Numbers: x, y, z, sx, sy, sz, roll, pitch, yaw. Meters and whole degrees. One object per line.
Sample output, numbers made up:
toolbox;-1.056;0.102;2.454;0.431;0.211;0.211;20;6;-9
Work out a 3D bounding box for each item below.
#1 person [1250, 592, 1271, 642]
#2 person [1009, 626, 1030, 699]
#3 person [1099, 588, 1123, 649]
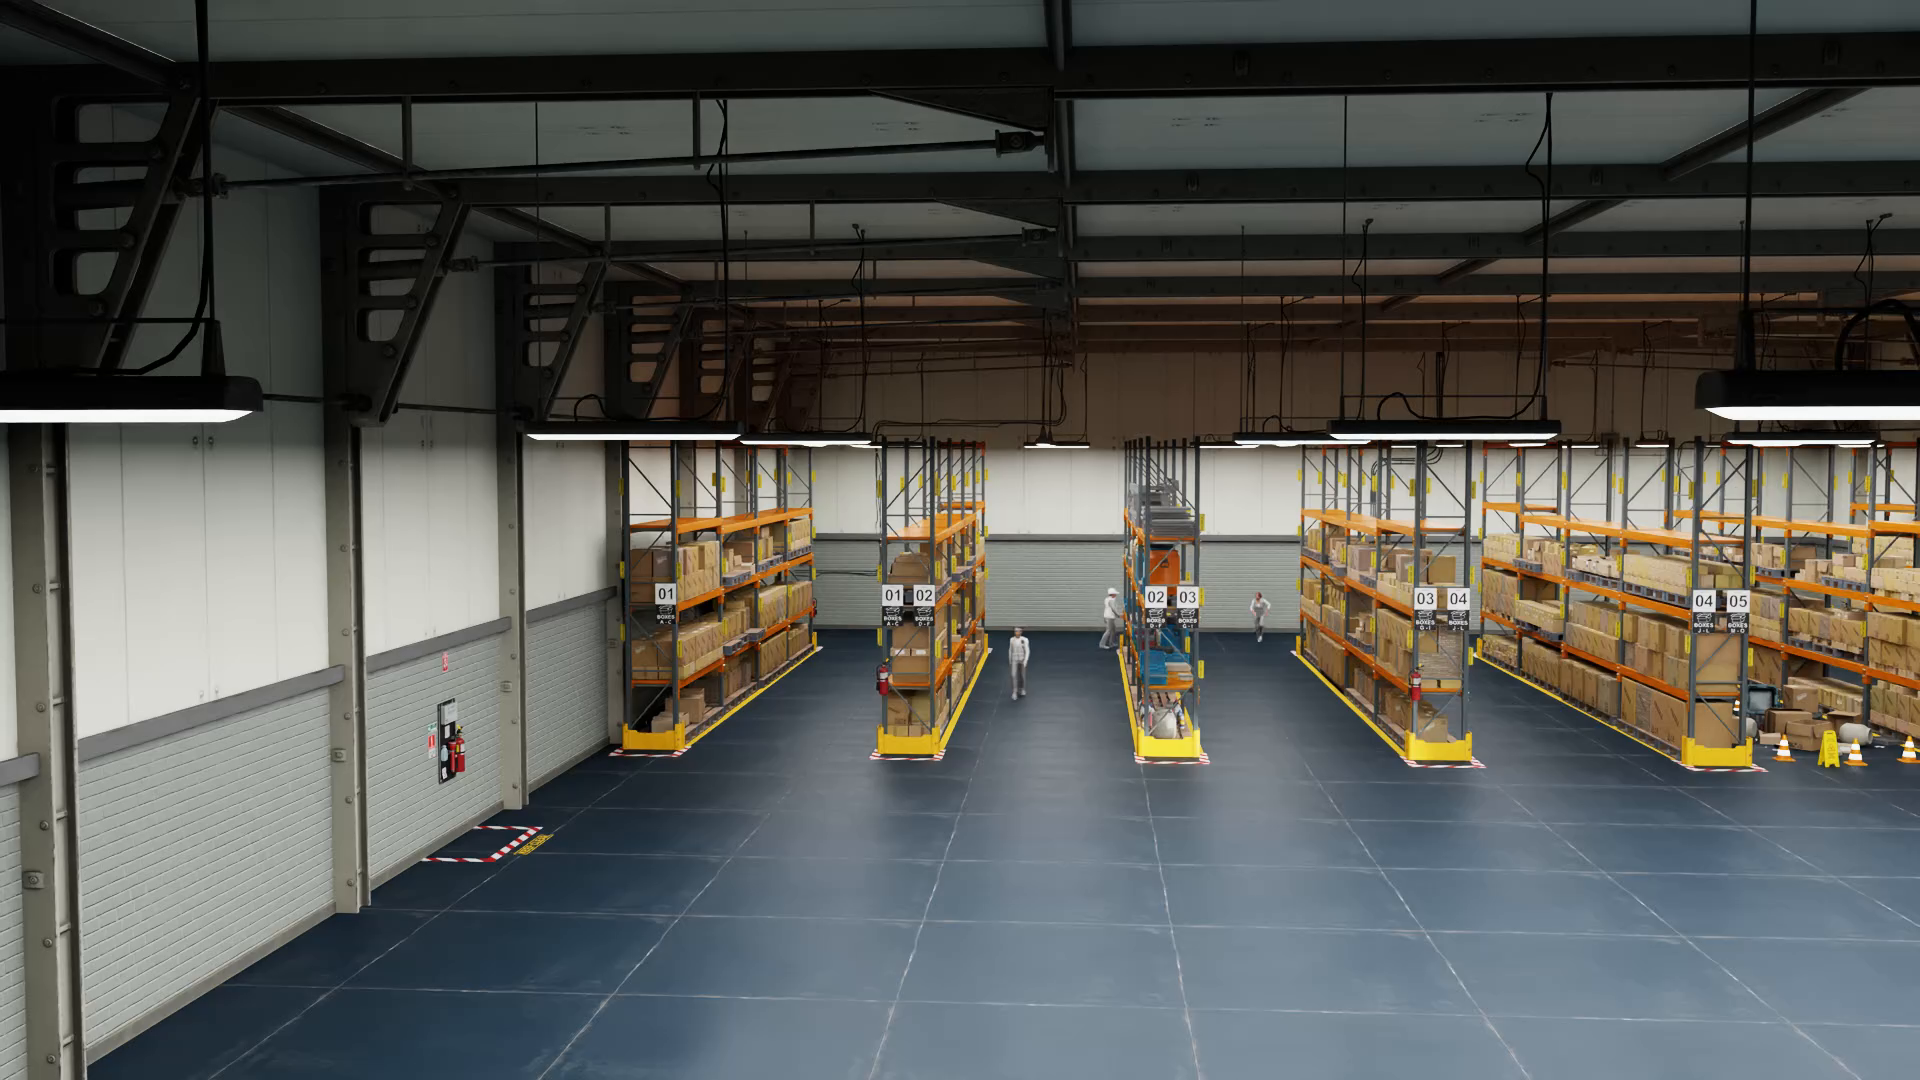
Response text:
person;8.977;2.342;49.693;0.590;1.412;0.790;1;3;15
person;1.368;2.818;38.617;0.505;1.656;0.856;1;3;10
person;4.355;2.266;48.256;0.719;1.758;0.631;0;3;-8
